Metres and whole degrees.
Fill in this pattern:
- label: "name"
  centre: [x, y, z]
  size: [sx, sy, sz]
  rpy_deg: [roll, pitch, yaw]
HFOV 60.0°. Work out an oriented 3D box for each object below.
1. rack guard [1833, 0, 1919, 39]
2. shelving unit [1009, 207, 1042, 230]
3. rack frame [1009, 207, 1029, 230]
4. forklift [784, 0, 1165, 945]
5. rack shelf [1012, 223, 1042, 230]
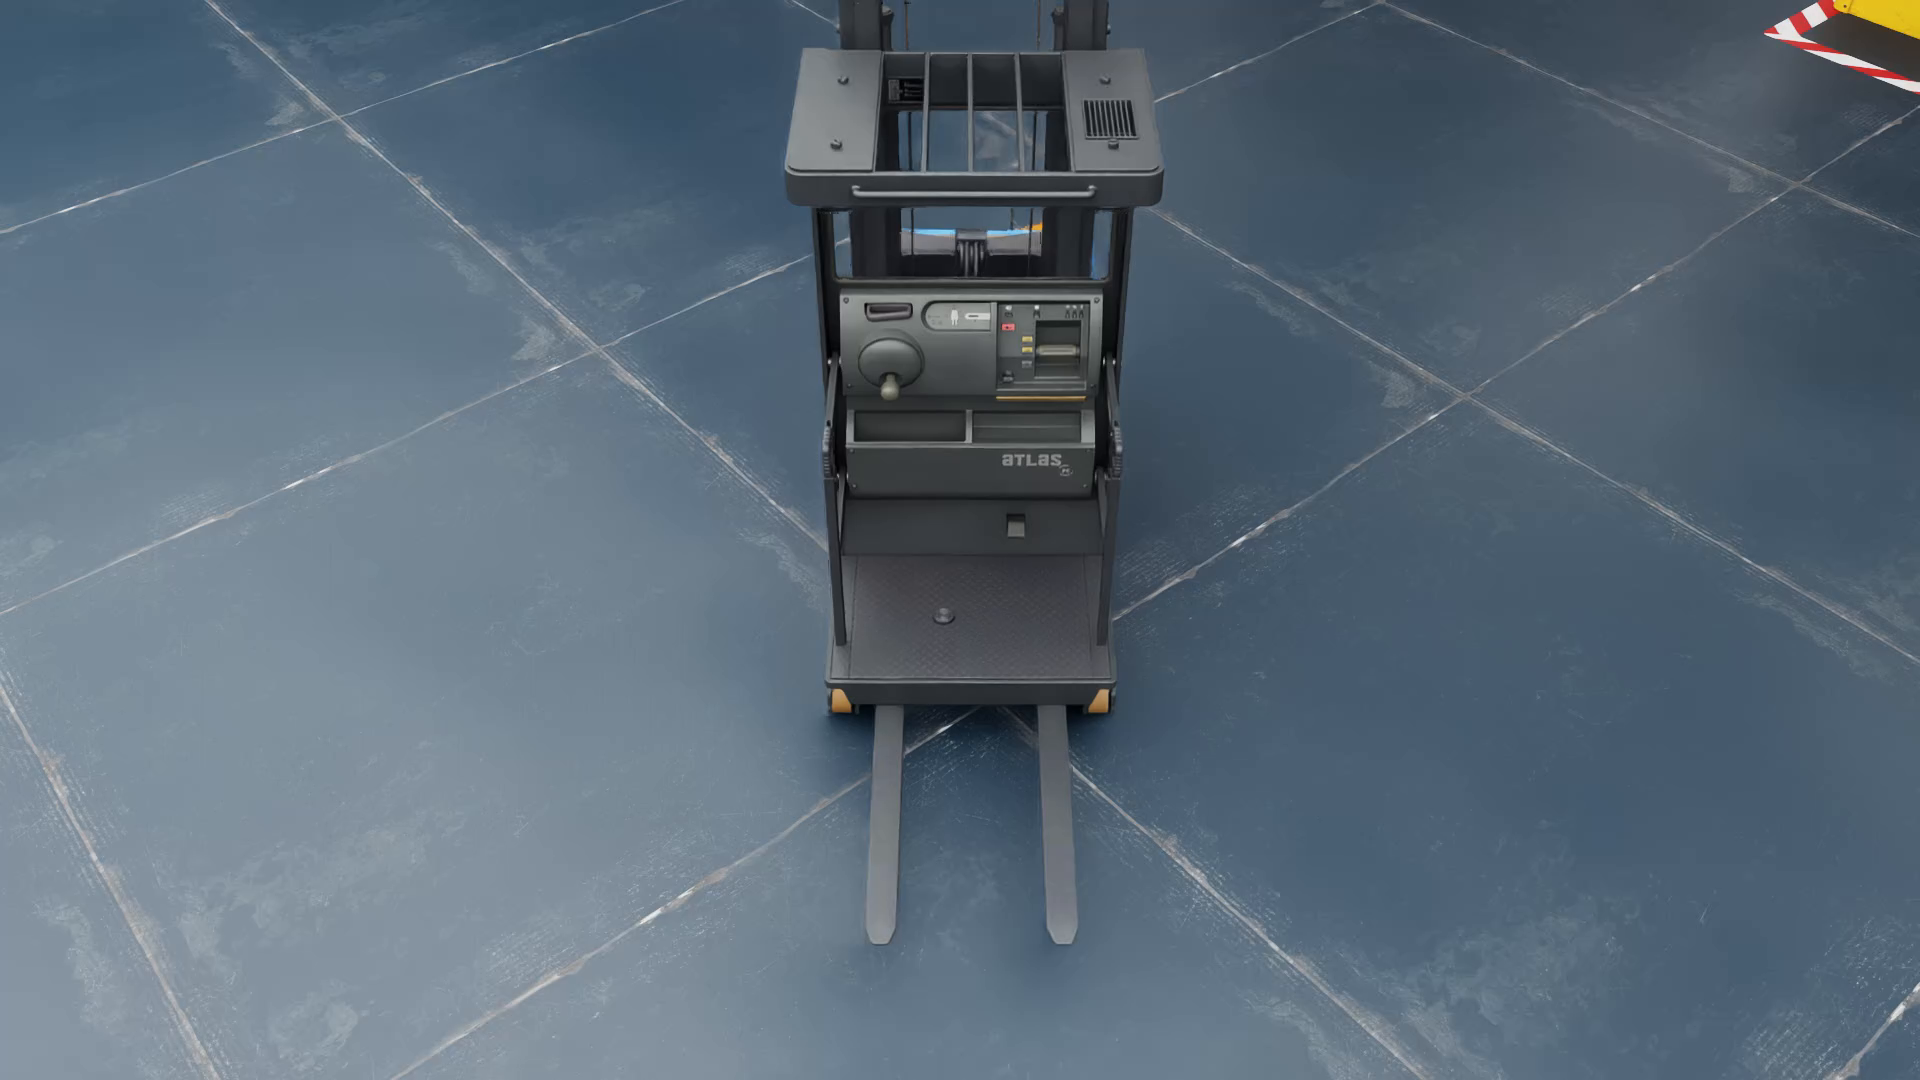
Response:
- label: "rack guard"
  centre: [6.261, -3.479, 10.589]
  size: [0.348, 0.500, 1.175]
  rpy_deg: [-30, 51, -28]
- label: "shelving unit"
  centre: [0.372, -1.065, 7.617]
  size: [0.252, 1.050, 0.215]
  rpy_deg: [-14, 45, -15]
- label: "rack frame"
  centre: [0.258, -1.036, 7.586]
  size: [0.008, 1.050, 0.200]
  rpy_deg: [-14, 45, -15]
- label: "forklift"
  centre: [0.042, -0.605, 5.753]
  size: [1.130, 2.935, 3.031]
  rpy_deg: [0, 43, 0]
- label: "rack shelf"
  centre: [0.372, -1.265, 7.430]
  size: [0.240, 0.259, 0.215]
  rpy_deg: [-14, 45, -15]
